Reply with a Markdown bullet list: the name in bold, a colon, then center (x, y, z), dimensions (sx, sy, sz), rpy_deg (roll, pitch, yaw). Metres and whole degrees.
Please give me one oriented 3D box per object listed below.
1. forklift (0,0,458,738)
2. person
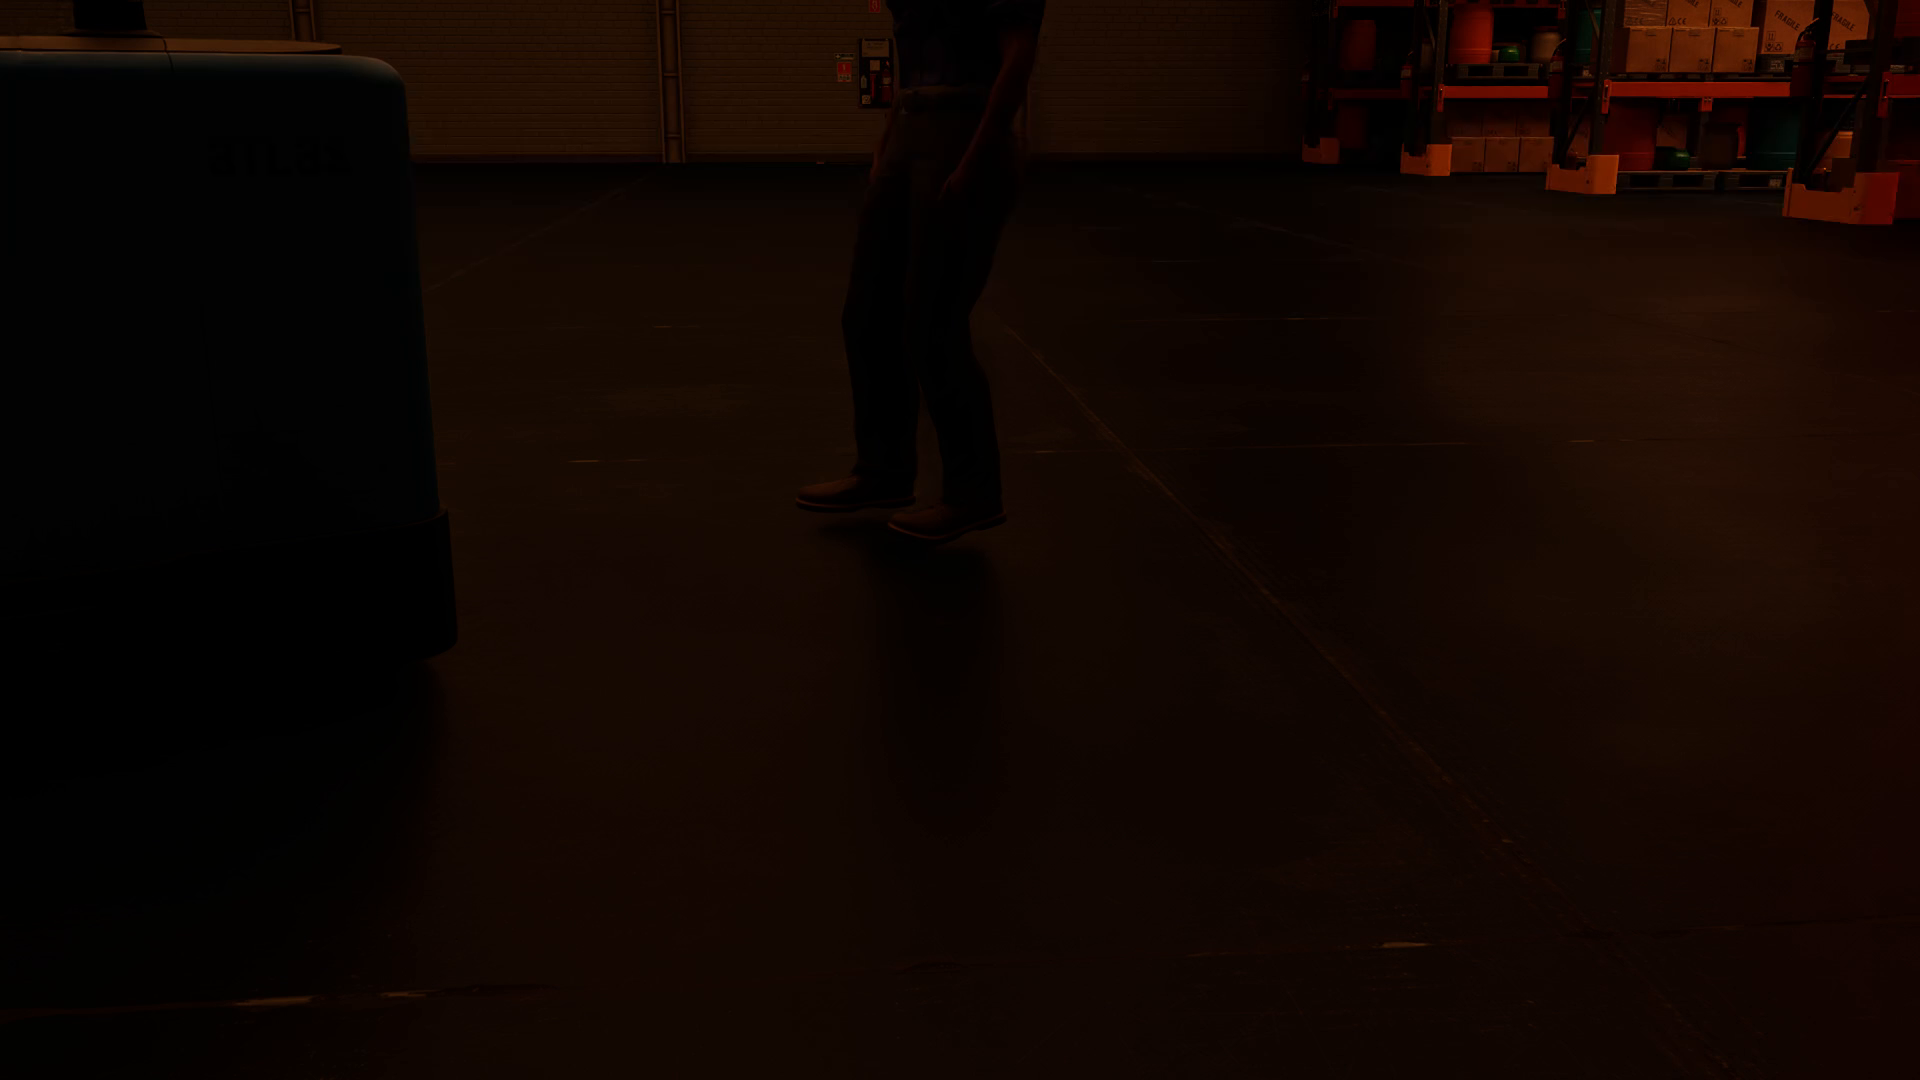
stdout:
- **forklift**: center (-2.419, -1.066, 2.223), dimensions (3.031, 2.935, 1.130), rpy_deg (-9, 17, -30)
- **person**: center (-0.085, -0.823, 3.708), dimensions (0.415, 1.649, 0.644), rpy_deg (-8, 17, -27)
